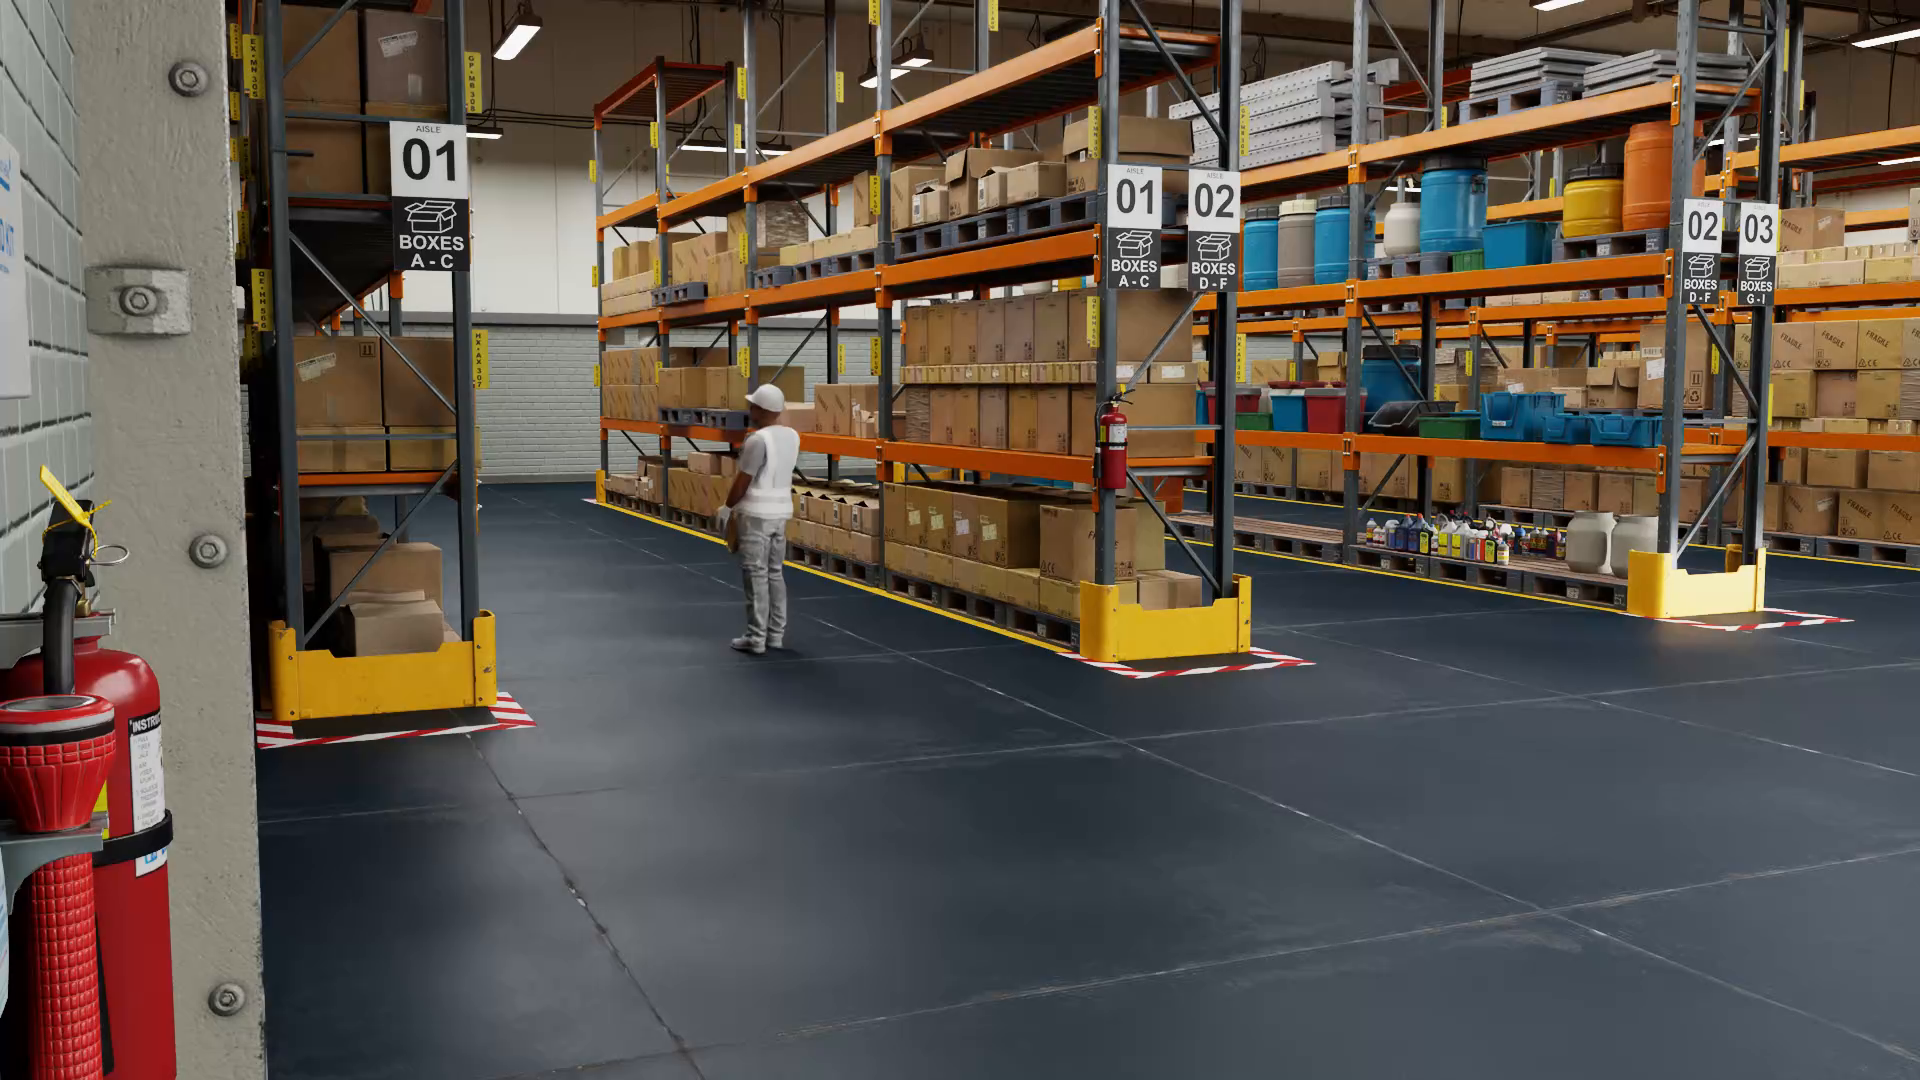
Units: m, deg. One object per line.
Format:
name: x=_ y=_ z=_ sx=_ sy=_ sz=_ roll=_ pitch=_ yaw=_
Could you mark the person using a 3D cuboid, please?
person: x=-1.359 y=-0.147 z=11.186 sx=0.499 sy=1.787 sz=0.585 roll=2 pitch=6 yaw=24
